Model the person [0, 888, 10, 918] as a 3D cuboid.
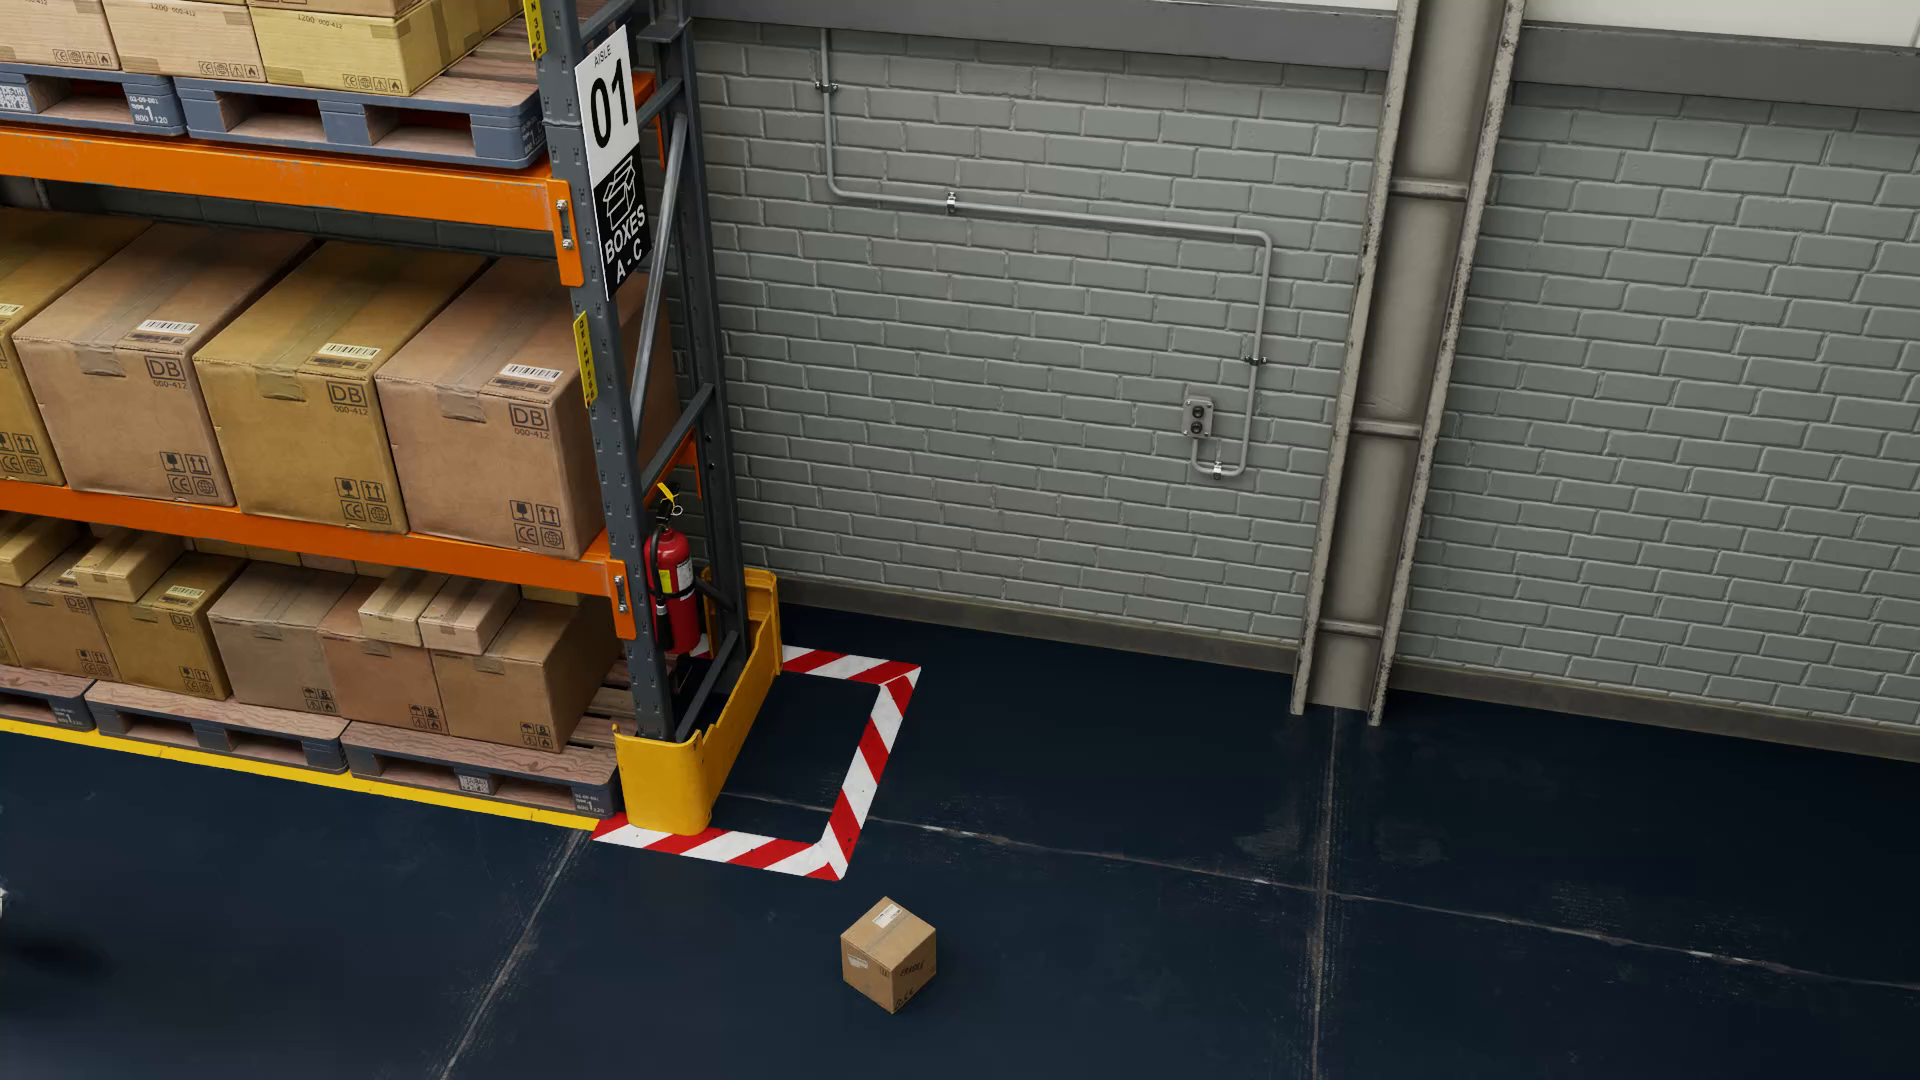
[{"bbox_3d":[-3.926,0.879,5.745,0.828,1.761,0.579,5,36,7],"label":"person"}]
